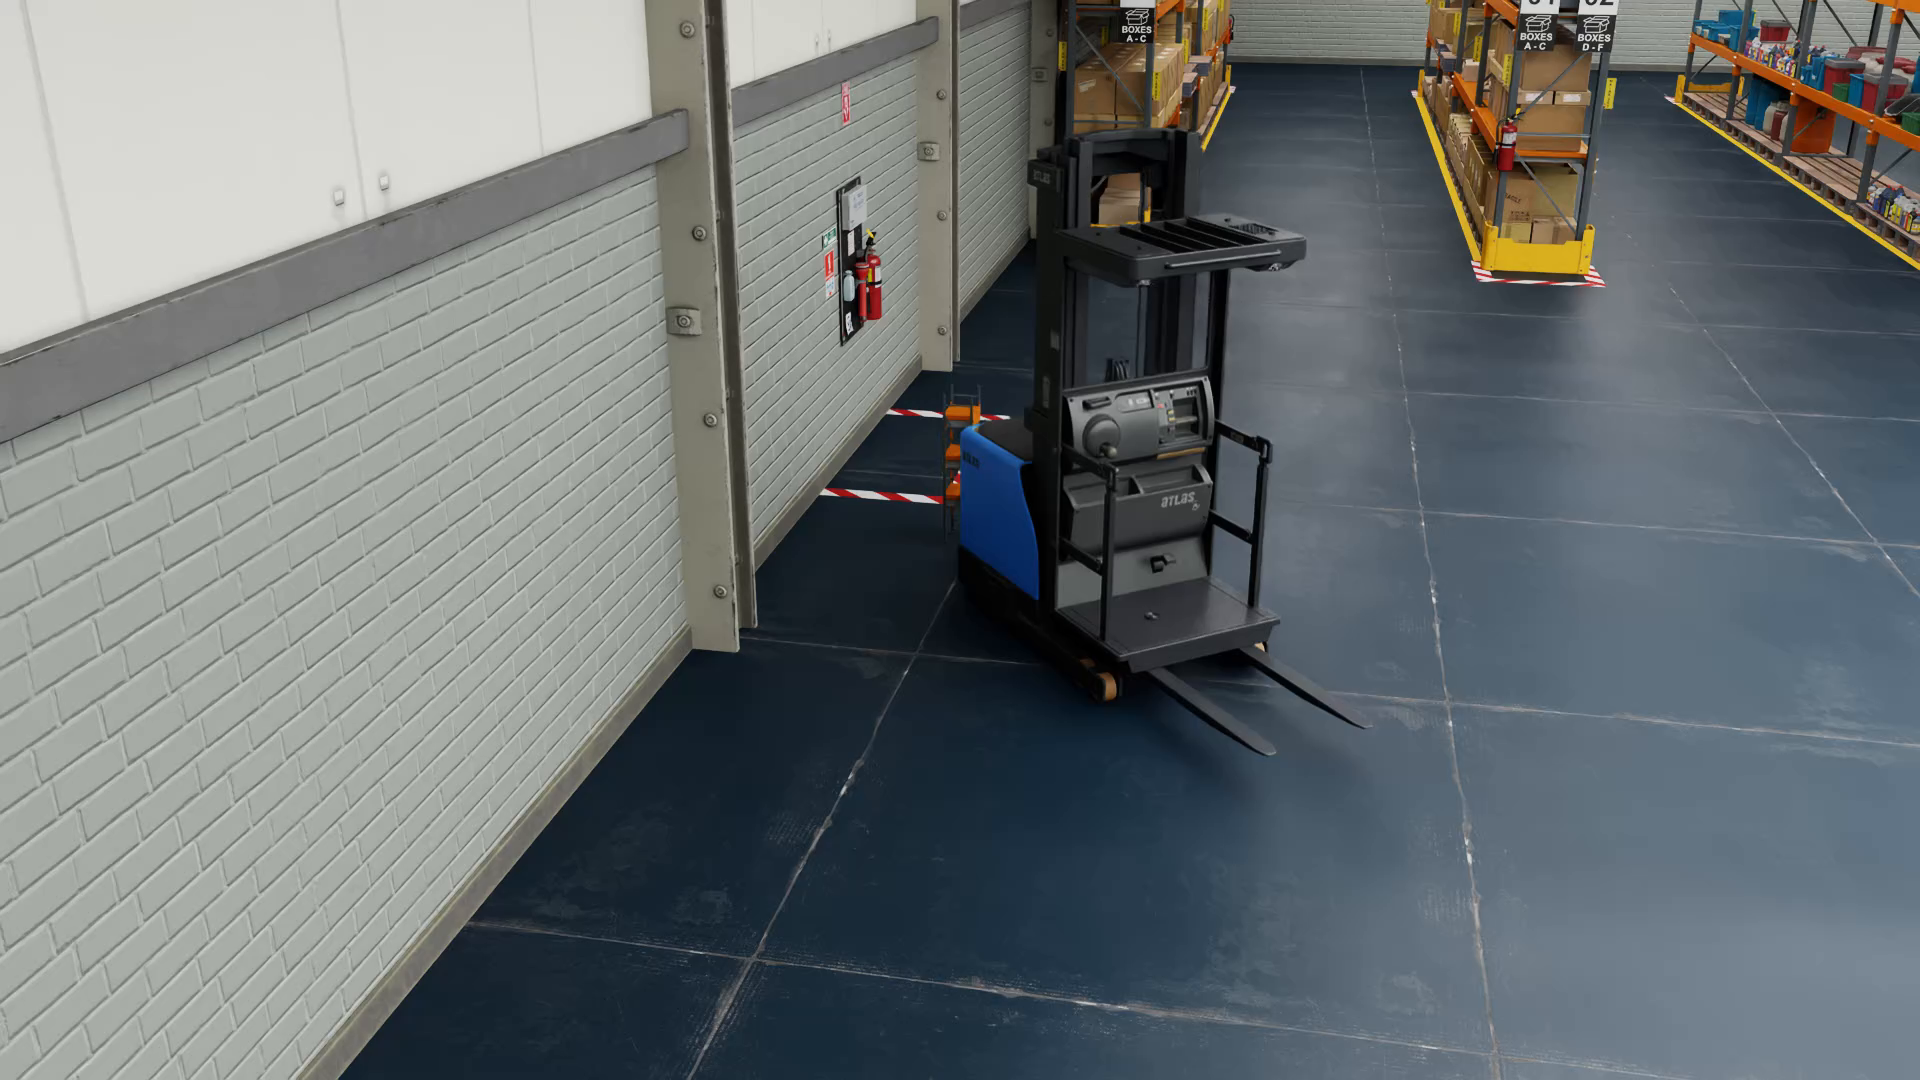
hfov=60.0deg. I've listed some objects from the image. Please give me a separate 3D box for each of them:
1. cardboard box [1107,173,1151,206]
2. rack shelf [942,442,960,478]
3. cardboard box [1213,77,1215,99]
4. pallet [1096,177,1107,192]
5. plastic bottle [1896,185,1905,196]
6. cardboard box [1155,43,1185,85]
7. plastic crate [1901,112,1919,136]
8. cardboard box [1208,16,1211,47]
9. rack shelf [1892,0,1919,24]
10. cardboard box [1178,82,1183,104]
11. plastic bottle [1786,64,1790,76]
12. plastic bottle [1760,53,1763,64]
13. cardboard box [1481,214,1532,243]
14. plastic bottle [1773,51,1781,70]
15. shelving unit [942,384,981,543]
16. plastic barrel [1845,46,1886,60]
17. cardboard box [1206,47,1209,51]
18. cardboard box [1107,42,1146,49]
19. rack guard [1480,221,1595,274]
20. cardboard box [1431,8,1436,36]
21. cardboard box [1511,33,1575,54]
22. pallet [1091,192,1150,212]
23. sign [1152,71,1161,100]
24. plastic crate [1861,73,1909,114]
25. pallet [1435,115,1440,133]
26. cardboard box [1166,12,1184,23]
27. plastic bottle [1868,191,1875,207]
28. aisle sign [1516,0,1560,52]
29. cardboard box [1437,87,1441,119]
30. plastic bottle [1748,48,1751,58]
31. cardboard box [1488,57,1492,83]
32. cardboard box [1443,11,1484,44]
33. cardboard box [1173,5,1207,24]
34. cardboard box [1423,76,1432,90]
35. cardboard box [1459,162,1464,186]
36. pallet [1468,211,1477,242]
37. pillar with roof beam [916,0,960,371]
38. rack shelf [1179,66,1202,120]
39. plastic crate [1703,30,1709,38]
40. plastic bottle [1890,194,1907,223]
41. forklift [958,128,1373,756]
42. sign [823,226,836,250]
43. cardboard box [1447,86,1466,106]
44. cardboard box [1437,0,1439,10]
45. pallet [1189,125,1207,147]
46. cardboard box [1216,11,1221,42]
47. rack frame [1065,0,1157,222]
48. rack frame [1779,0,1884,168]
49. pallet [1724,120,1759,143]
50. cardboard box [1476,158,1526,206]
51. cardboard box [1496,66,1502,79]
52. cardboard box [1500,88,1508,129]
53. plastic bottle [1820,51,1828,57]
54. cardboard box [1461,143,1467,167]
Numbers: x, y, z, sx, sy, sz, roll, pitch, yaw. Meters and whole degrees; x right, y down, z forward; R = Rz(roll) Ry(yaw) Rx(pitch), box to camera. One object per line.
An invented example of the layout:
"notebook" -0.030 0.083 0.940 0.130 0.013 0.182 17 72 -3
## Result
"cardboard box" 2.280 -4.649 21.638 0.700 0.500 0.500 3 22 8
"rack shelf" 0.011 -0.497 11.210 0.215 0.259 0.240 4 22 11
"cardboard box" 4.438 -8.575 31.413 0.700 0.500 0.500 5 22 12
"pallet" 2.450 -4.806 23.005 1.003 0.211 1.213 4 22 11
"plastic bottle" 11.821 -4.293 20.956 0.144 0.351 0.185 4 22 11
"cardboard box" 2.759 -6.439 22.497 0.500 0.500 0.500 4 22 11
"plastic crate" 11.698 -5.019 20.085 0.450 0.188 0.662 4 22 11
"cardboard box" 3.937 -8.535 27.971 0.500 0.500 0.500 4 22 11
"rack shelf" 11.843 -5.919 18.983 1.077 0.370 4.000 4 22 11
"cardboard box" 2.753 -6.091 22.637 0.500 0.250 0.500 5 22 11
"plastic bottle" 12.821 -7.269 25.653 0.097 0.201 0.097 0 22 0
"plastic bottle" 13.177 -7.907 27.238 0.097 0.201 0.097 0 22 0
"cardboard box" 6.407 -3.647 19.512 0.500 0.250 0.500 4 22 11
"plastic bottle" 12.965 -7.600 26.365 0.061 0.283 0.133 4 22 11
"shelving unit" 0.011 -0.507 11.206 0.215 1.050 0.252 4 22 11
"plastic barrel" 13.269 -6.926 24.353 0.600 0.536 0.708 4 22 11
"cardboard box" 4.156 -8.650 29.127 0.380 0.149 0.250 4 22 11
"cardboard box" 2.252 -6.480 22.597 0.500 0.500 0.500 4 22 10
"rack guard" 6.582 -3.340 18.979 1.175 0.500 0.348 4 22 11
"cardboard box" 9.297 -9.892 31.766 0.500 0.500 0.500 4 22 11
"cardboard box" 6.909 -5.723 19.679 0.700 0.500 0.500 5 22 11
"pallet" 2.203 -4.359 21.893 1.003 0.211 1.213 4 22 11
"sign" 2.267 -5.245 19.204 0.100 0.325 0.005 4 22 11
"plastic crate" 12.050 -5.823 21.711 0.402 0.464 0.583 4 22 11
"pallet" 8.906 -7.304 29.206 1.003 0.211 1.213 4 22 11
"cardboard box" 3.328 -8.234 26.191 0.380 0.149 0.250 2 22 4
"plastic bottle" 11.736 -4.378 21.367 0.097 0.201 0.097 0 22 0
"aisle sign" 6.286 -5.713 18.044 0.394 0.787 0.004 4 22 11
"cardboard box" 8.600 -7.588 28.936 0.500 0.500 0.500 5 22 12
"plastic bottle" 13.358 -8.232 28.045 0.097 0.201 0.097 0 22 0
"cardboard box" 7.683 -6.490 23.320 0.500 0.500 0.500 6 23 15
"cardboard box" 8.641 -8.726 28.309 0.700 0.500 0.500 8 23 19
"cardboard box" 3.720 -8.509 26.904 0.500 0.250 0.500 5 22 12
"cardboard box" 9.361 -8.929 32.600 0.500 0.250 0.500 4 22 11
"cardboard box" 7.203 -5.065 23.033 0.500 0.250 0.500 4 22 10
"pallet" 6.953 -3.943 20.861 1.003 0.211 1.213 4 22 11
"pillar with roof beam" 4.022 -5.467 12.883 9.100 9.000 0.400 4 22 11
"rack shelf" 2.961 -6.746 25.051 1.077 0.370 4.000 4 22 11
"plastic crate" 14.042 -9.463 31.107 0.250 0.136 0.298 4 22 11
"plastic bottle" 11.555 -4.080 20.426 0.144 0.351 0.185 4 22 10
"forklift" 1.107 -0.657 9.062 1.130 2.935 3.031 -11 24 -25
"sign" -0.938 -2.181 11.996 0.001 0.109 0.331 4 22 11
"cardboard box" 8.187 -7.208 26.989 0.500 0.250 0.500 5 23 13
"cardboard box" 9.090 -9.984 30.657 0.500 0.500 0.500 5 22 11
"pallet" 3.603 -6.800 27.955 1.003 0.211 1.213 4 22 11
"cardboard box" 4.312 -9.610 30.798 0.980 0.700 0.700 5 22 12
"rack frame" 1.736 -4.885 19.468 1.000 3.000 0.127 4 22 11
"rack frame" 13.067 -7.056 24.857 1.000 3.000 0.127 4 22 11
"pallet" 13.685 -6.946 28.318 1.003 0.211 1.213 4 22 11
"cardboard box" 6.594 -4.362 20.283 0.500 0.500 0.500 4 22 11
"cardboard box" 6.951 -5.862 20.891 0.380 0.149 0.250 4 22 9
"cardboard box" 7.007 -5.291 20.343 0.700 0.500 0.500 5 23 13
"plastic bottle" 13.755 -7.639 26.472 0.152 0.276 0.135 4 22 11
"cardboard box" 7.205 -5.321 22.918 0.500 0.311 0.500 4 22 11
